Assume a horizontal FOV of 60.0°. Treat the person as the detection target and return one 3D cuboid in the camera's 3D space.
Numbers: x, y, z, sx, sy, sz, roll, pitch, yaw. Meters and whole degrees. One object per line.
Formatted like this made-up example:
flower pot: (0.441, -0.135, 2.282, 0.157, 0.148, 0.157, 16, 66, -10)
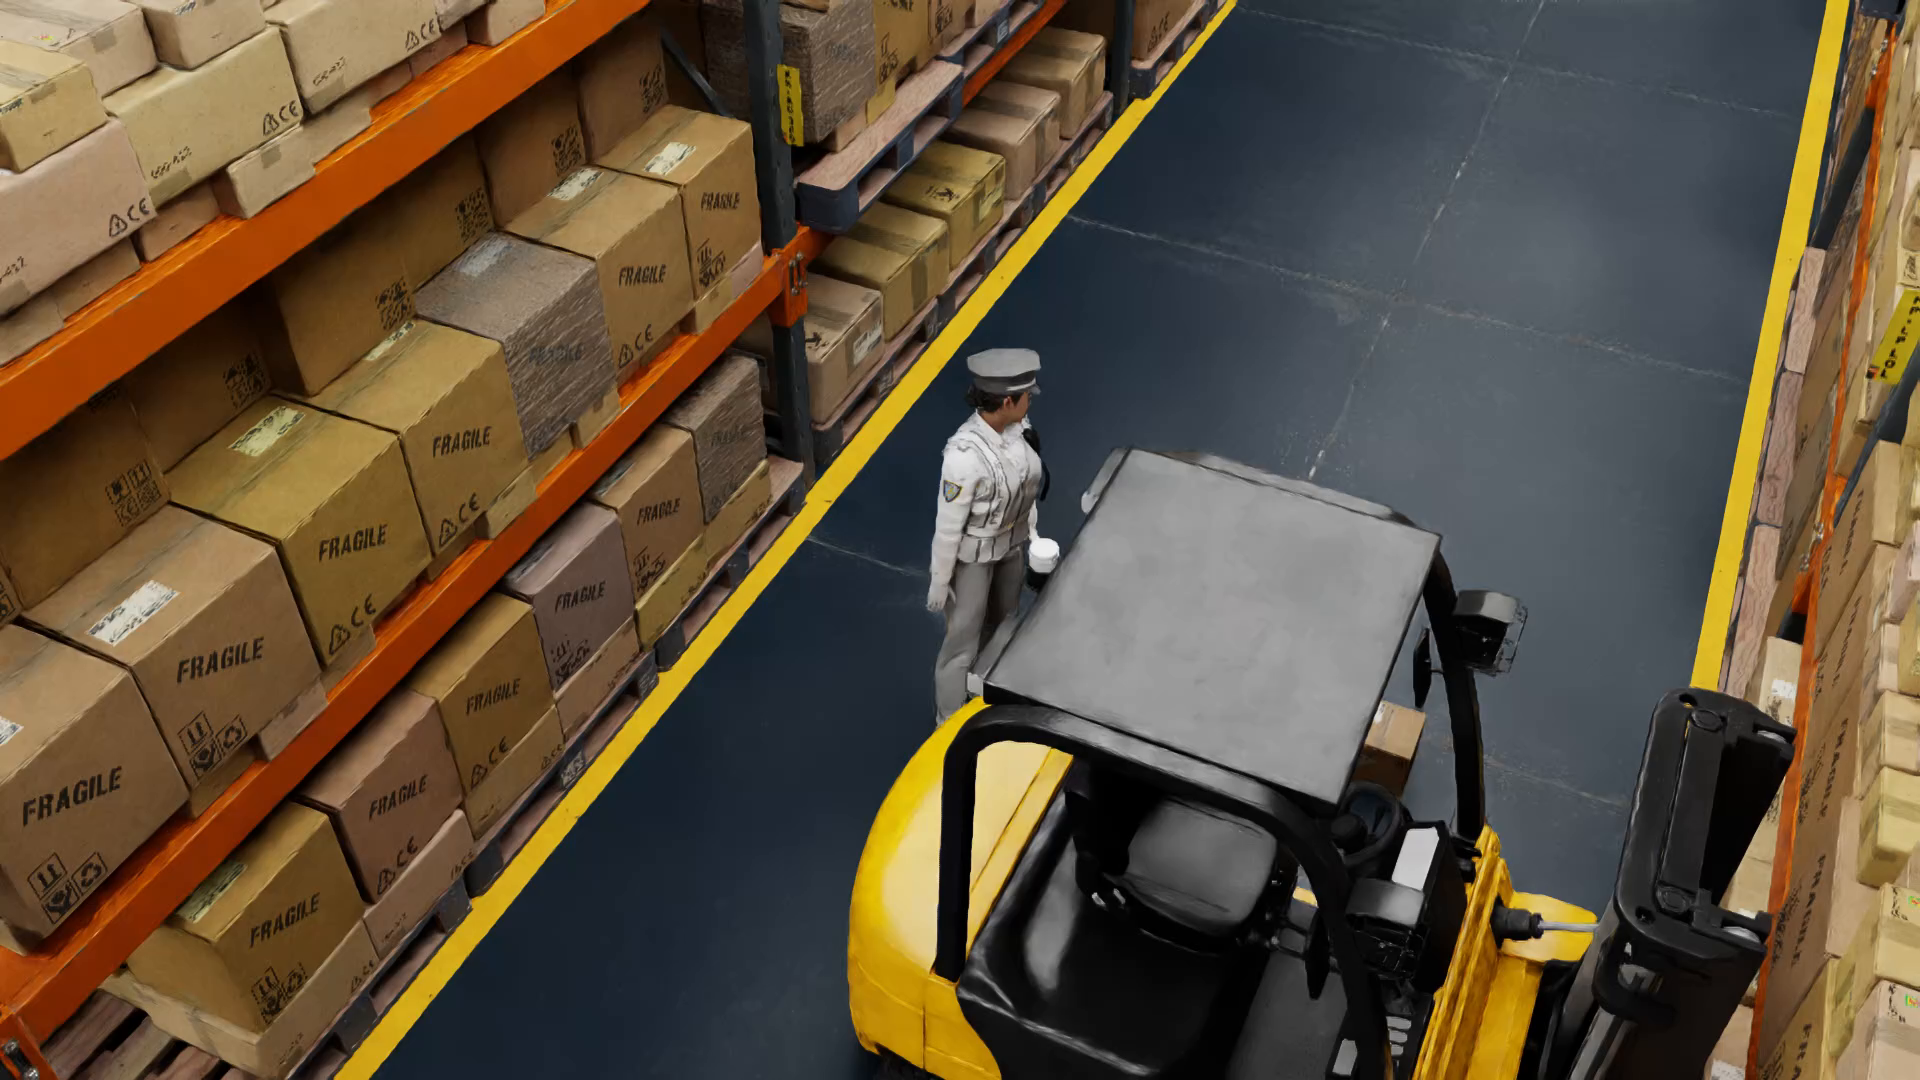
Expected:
person: (0.100, 0.059, 6.102, 0.527, 1.641, 0.604, 31, 51, 30)
